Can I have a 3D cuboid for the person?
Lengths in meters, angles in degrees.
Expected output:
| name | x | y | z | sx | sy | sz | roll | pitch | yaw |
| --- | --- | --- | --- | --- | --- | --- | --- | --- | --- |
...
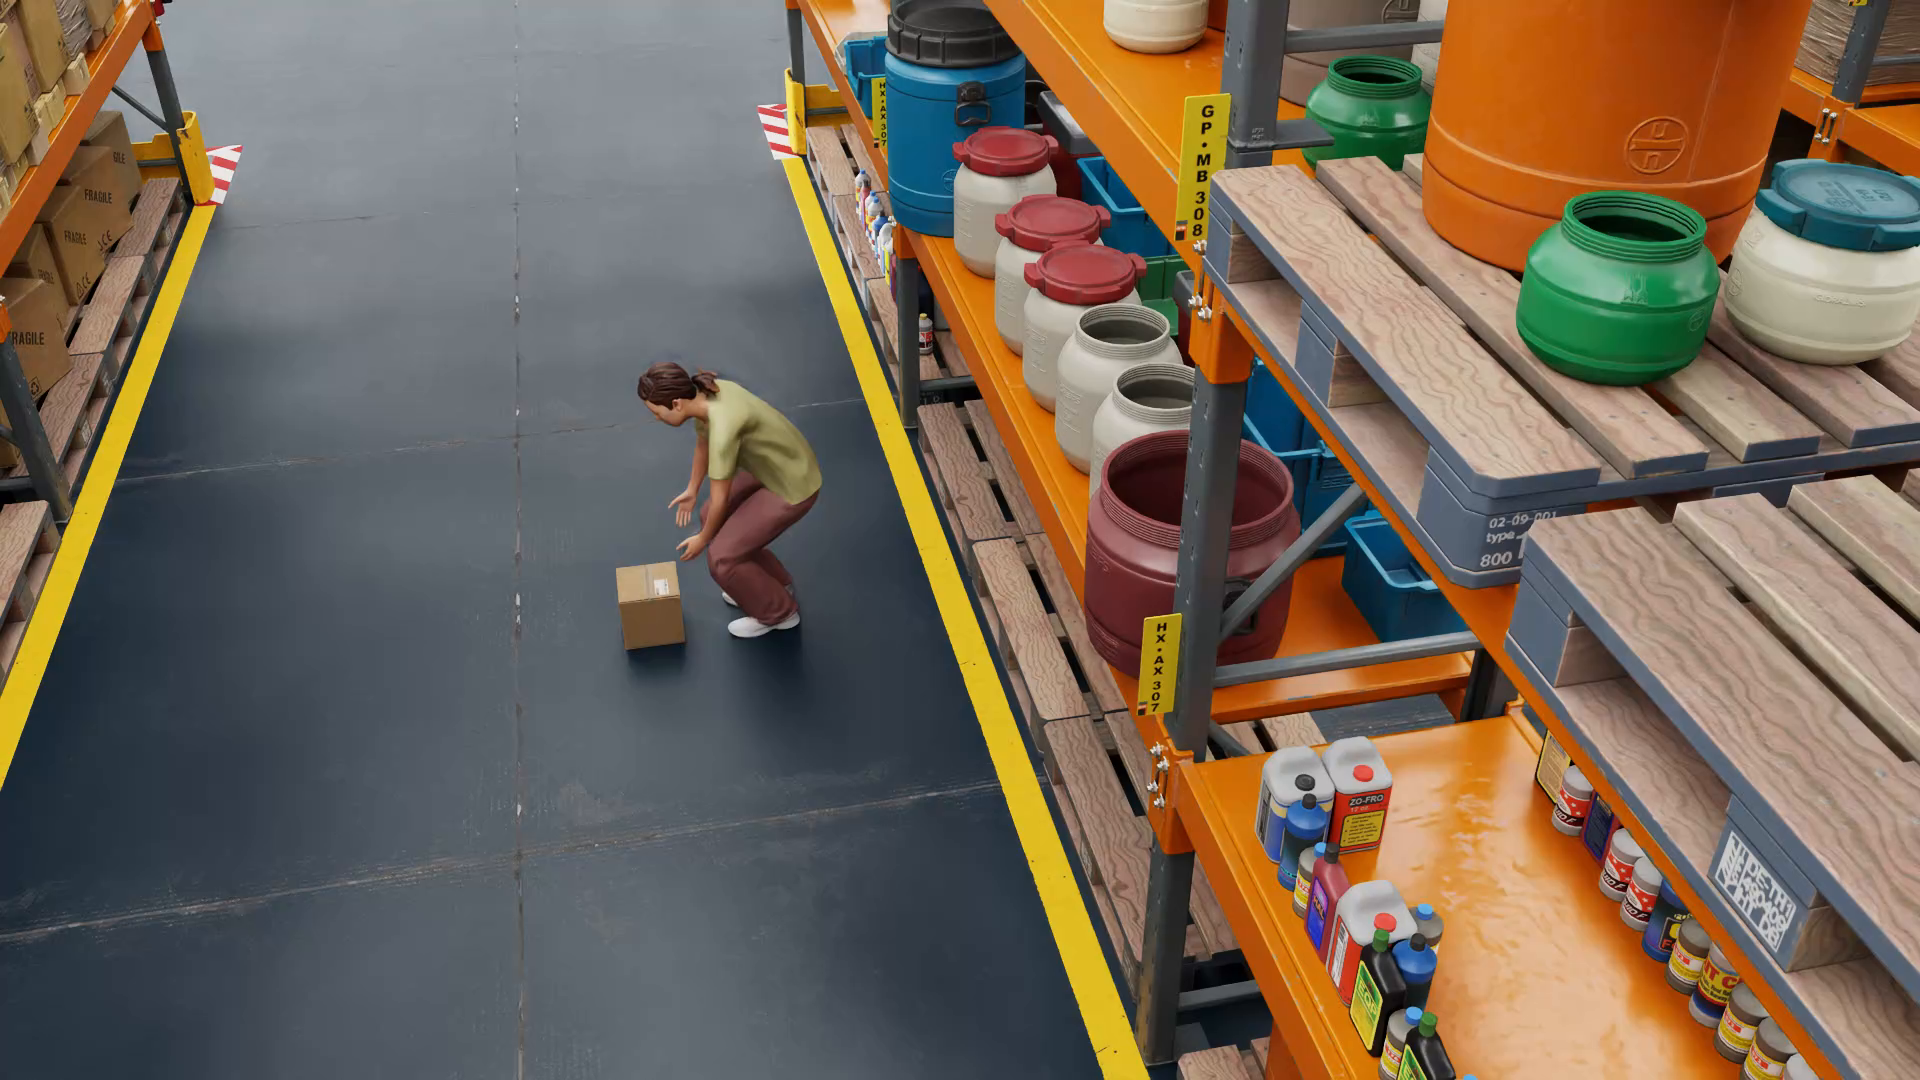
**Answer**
| name | x | y | z | sx | sy | sz | roll | pitch | yaw |
| --- | --- | --- | --- | --- | --- | --- | --- | --- | --- |
| person | -0.904 | -0.181 | 6.766 | 0.696 | 1.275 | 0.511 | -7 | 35 | -10 |
